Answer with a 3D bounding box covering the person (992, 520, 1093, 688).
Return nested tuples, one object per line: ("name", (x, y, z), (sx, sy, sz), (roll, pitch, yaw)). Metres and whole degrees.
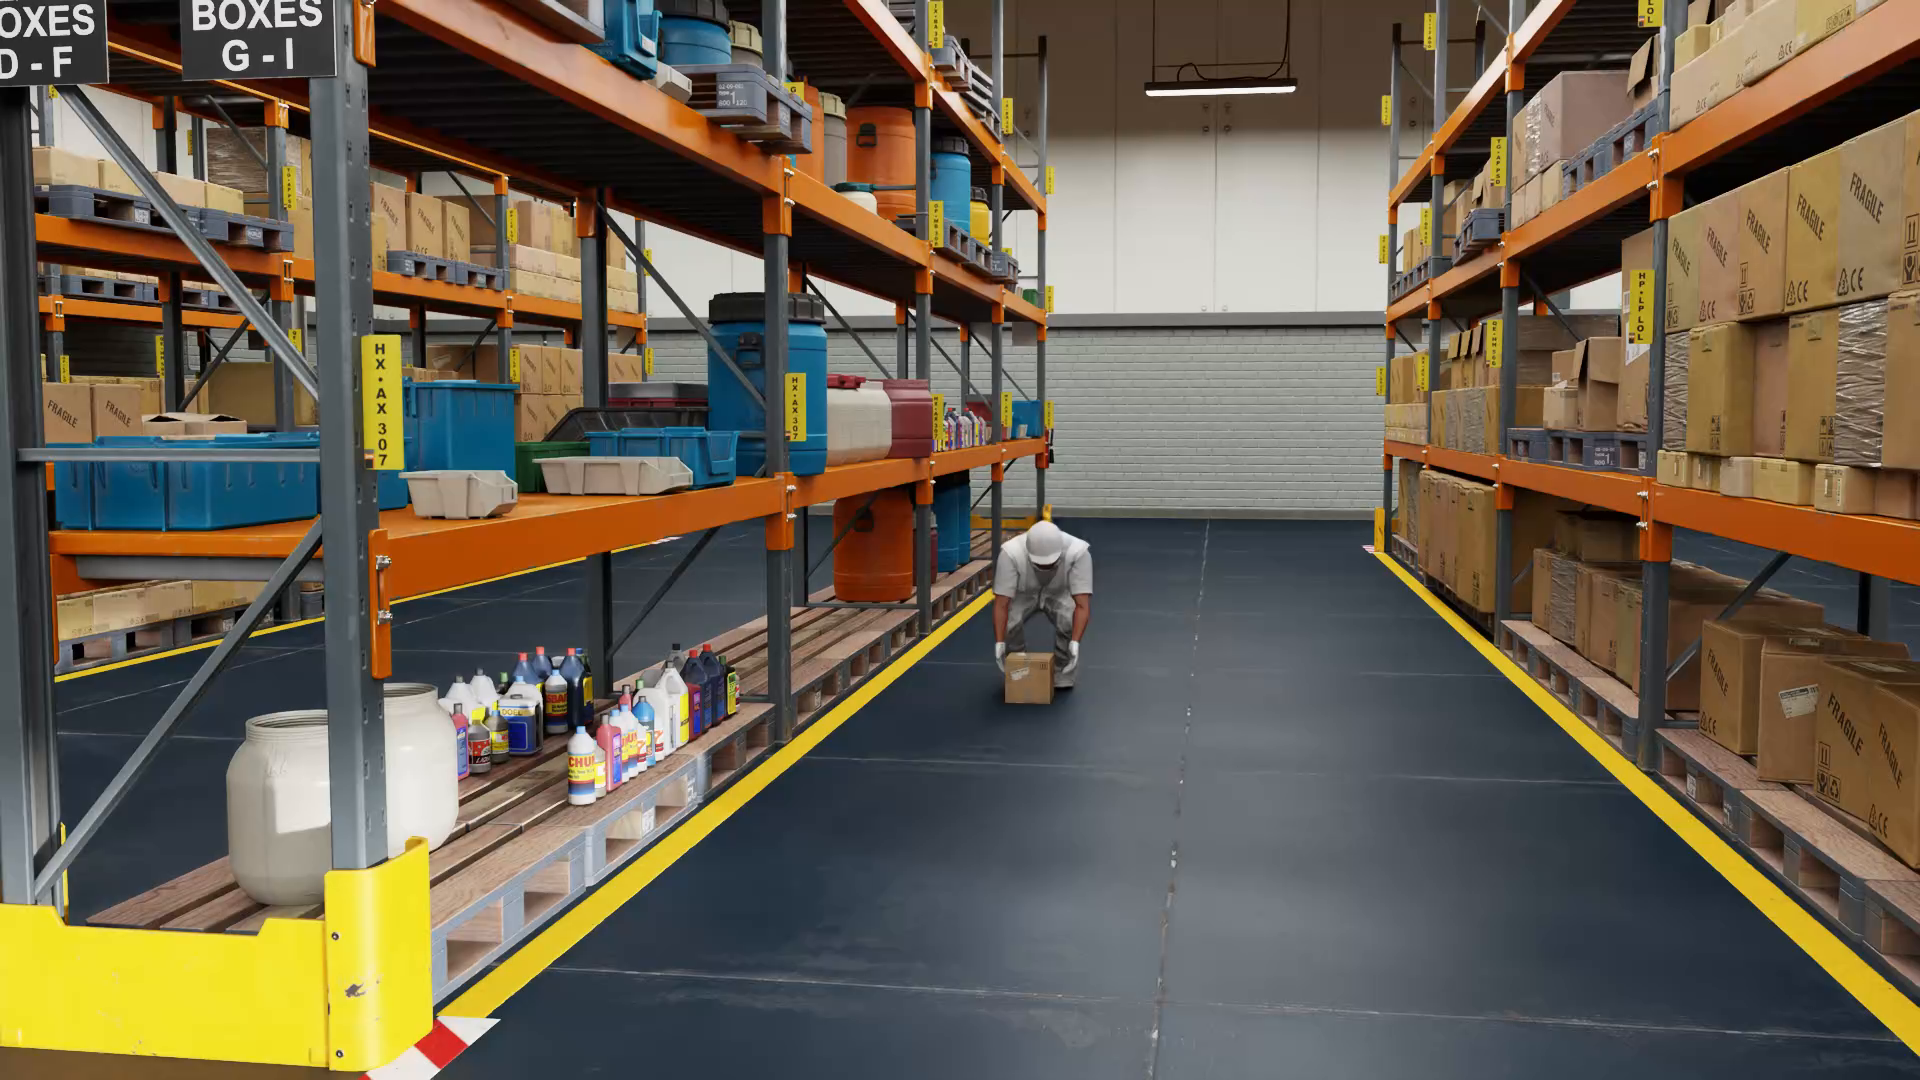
("person", (0.497, 0.370, 9.679), (0.574, 1.014, 0.902), (1, 4, 8))
